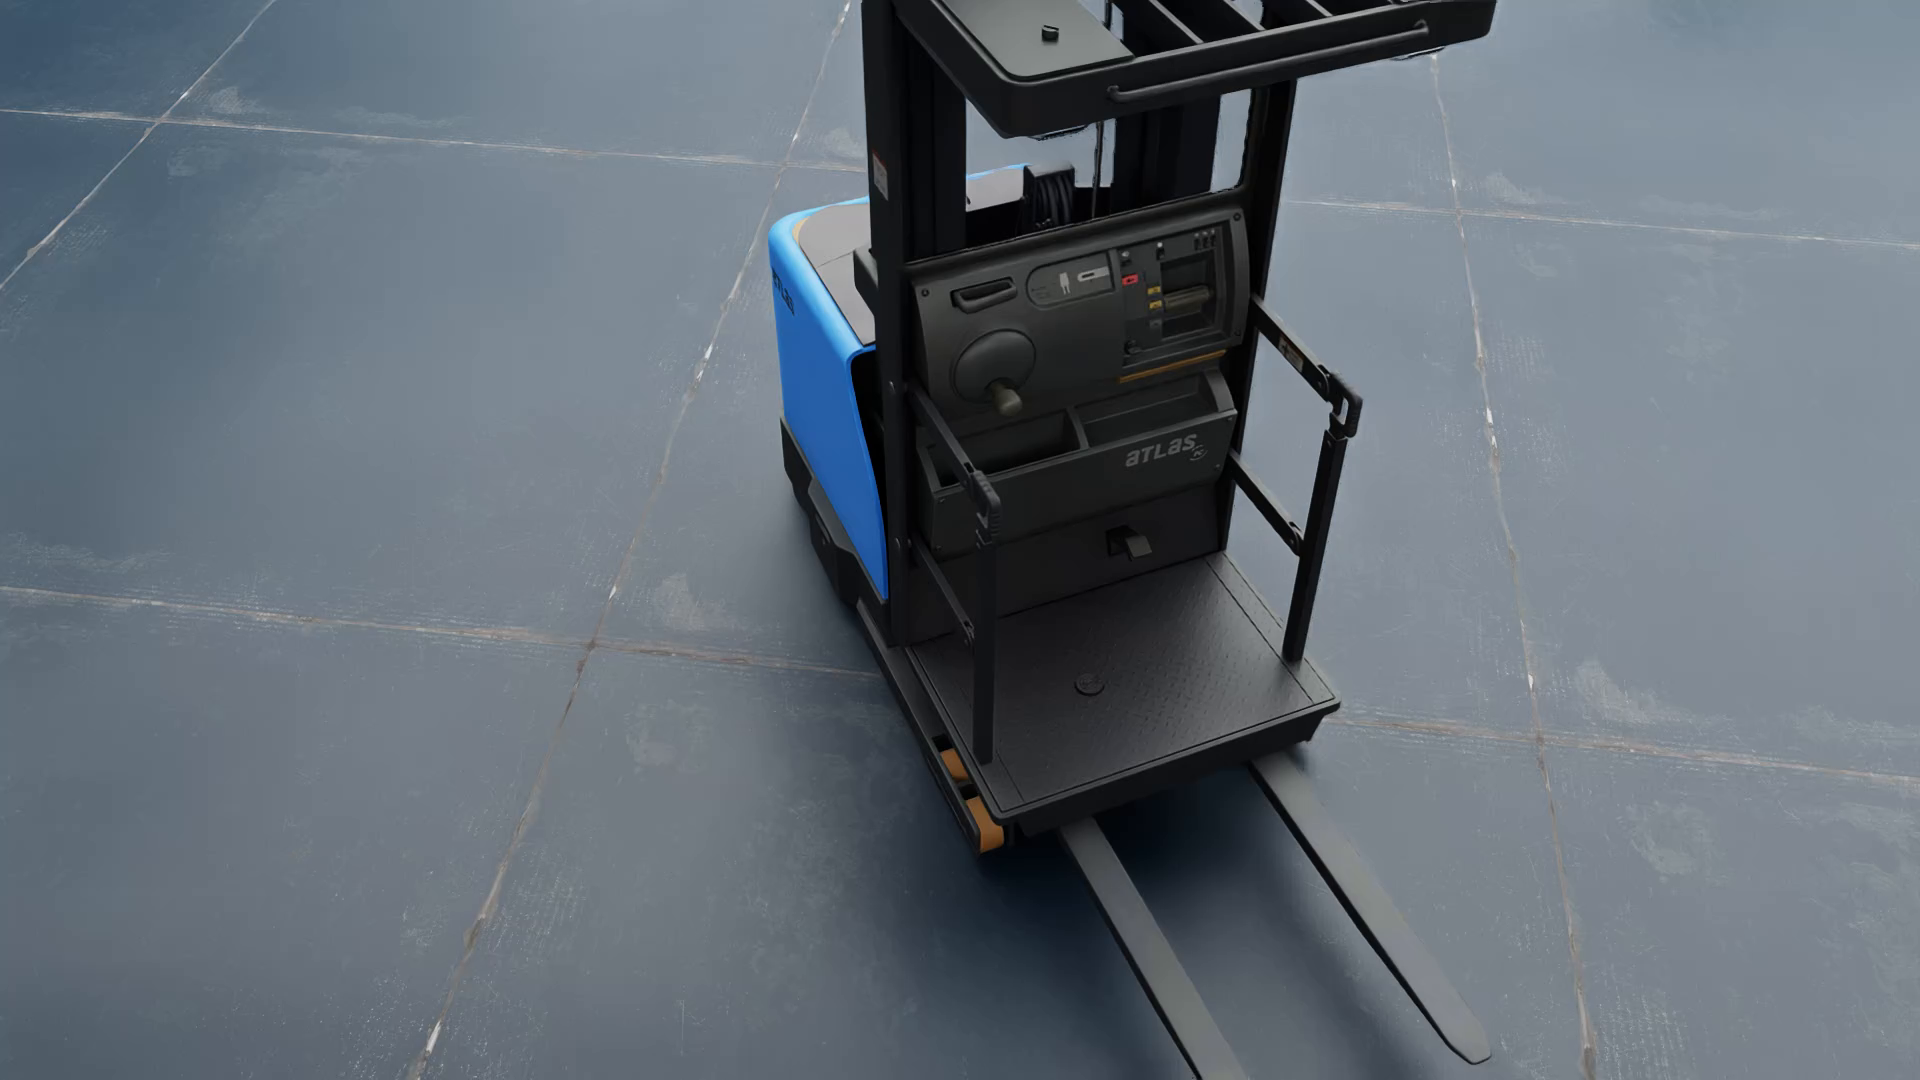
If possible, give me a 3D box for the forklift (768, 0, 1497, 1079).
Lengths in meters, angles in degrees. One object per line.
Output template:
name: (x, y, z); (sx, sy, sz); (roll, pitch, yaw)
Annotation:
forklift: (0.414, -0.503, 4.149); (1.130, 2.935, 3.031); (-16, 46, -16)
